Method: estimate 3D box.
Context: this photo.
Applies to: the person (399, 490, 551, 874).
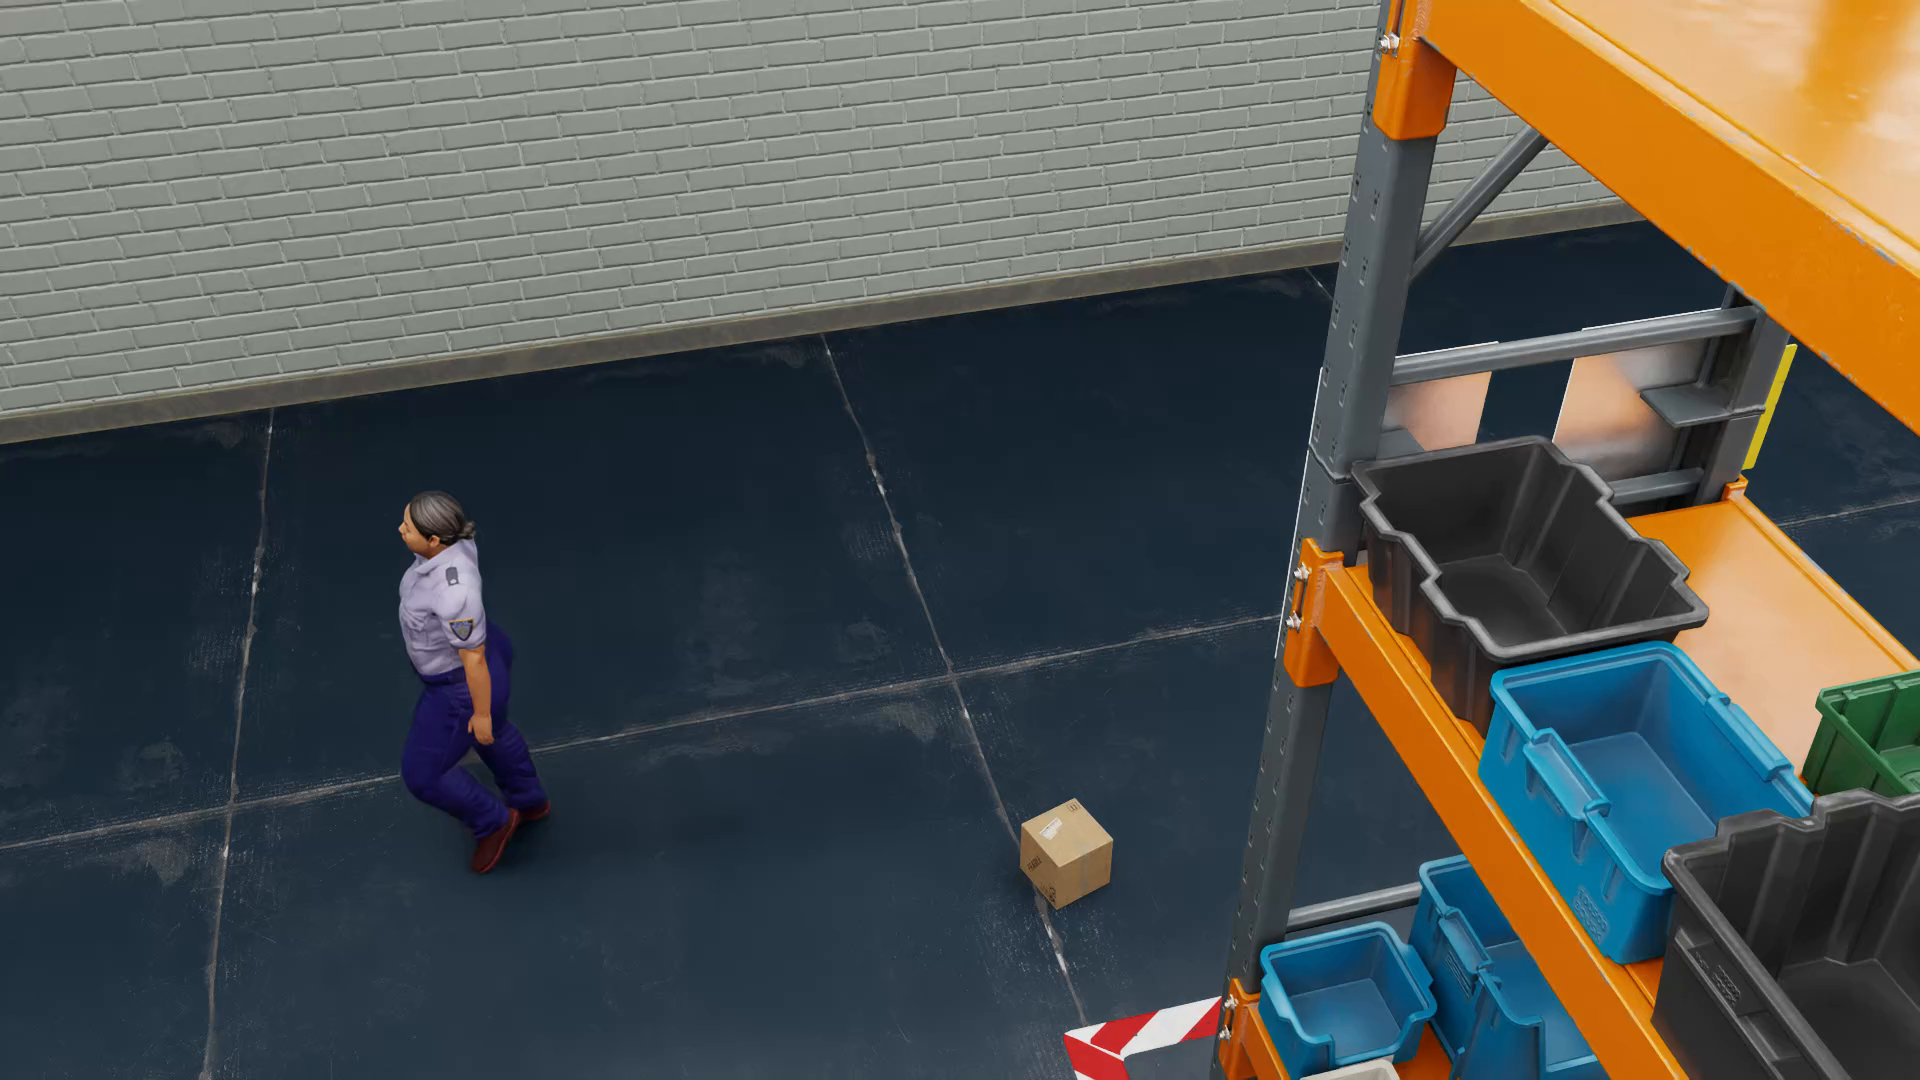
[{"bbox_3d":[-1.846,0.520,6.066,0.470,1.692,0.511,-8,39,-10],"label":"person"}]
